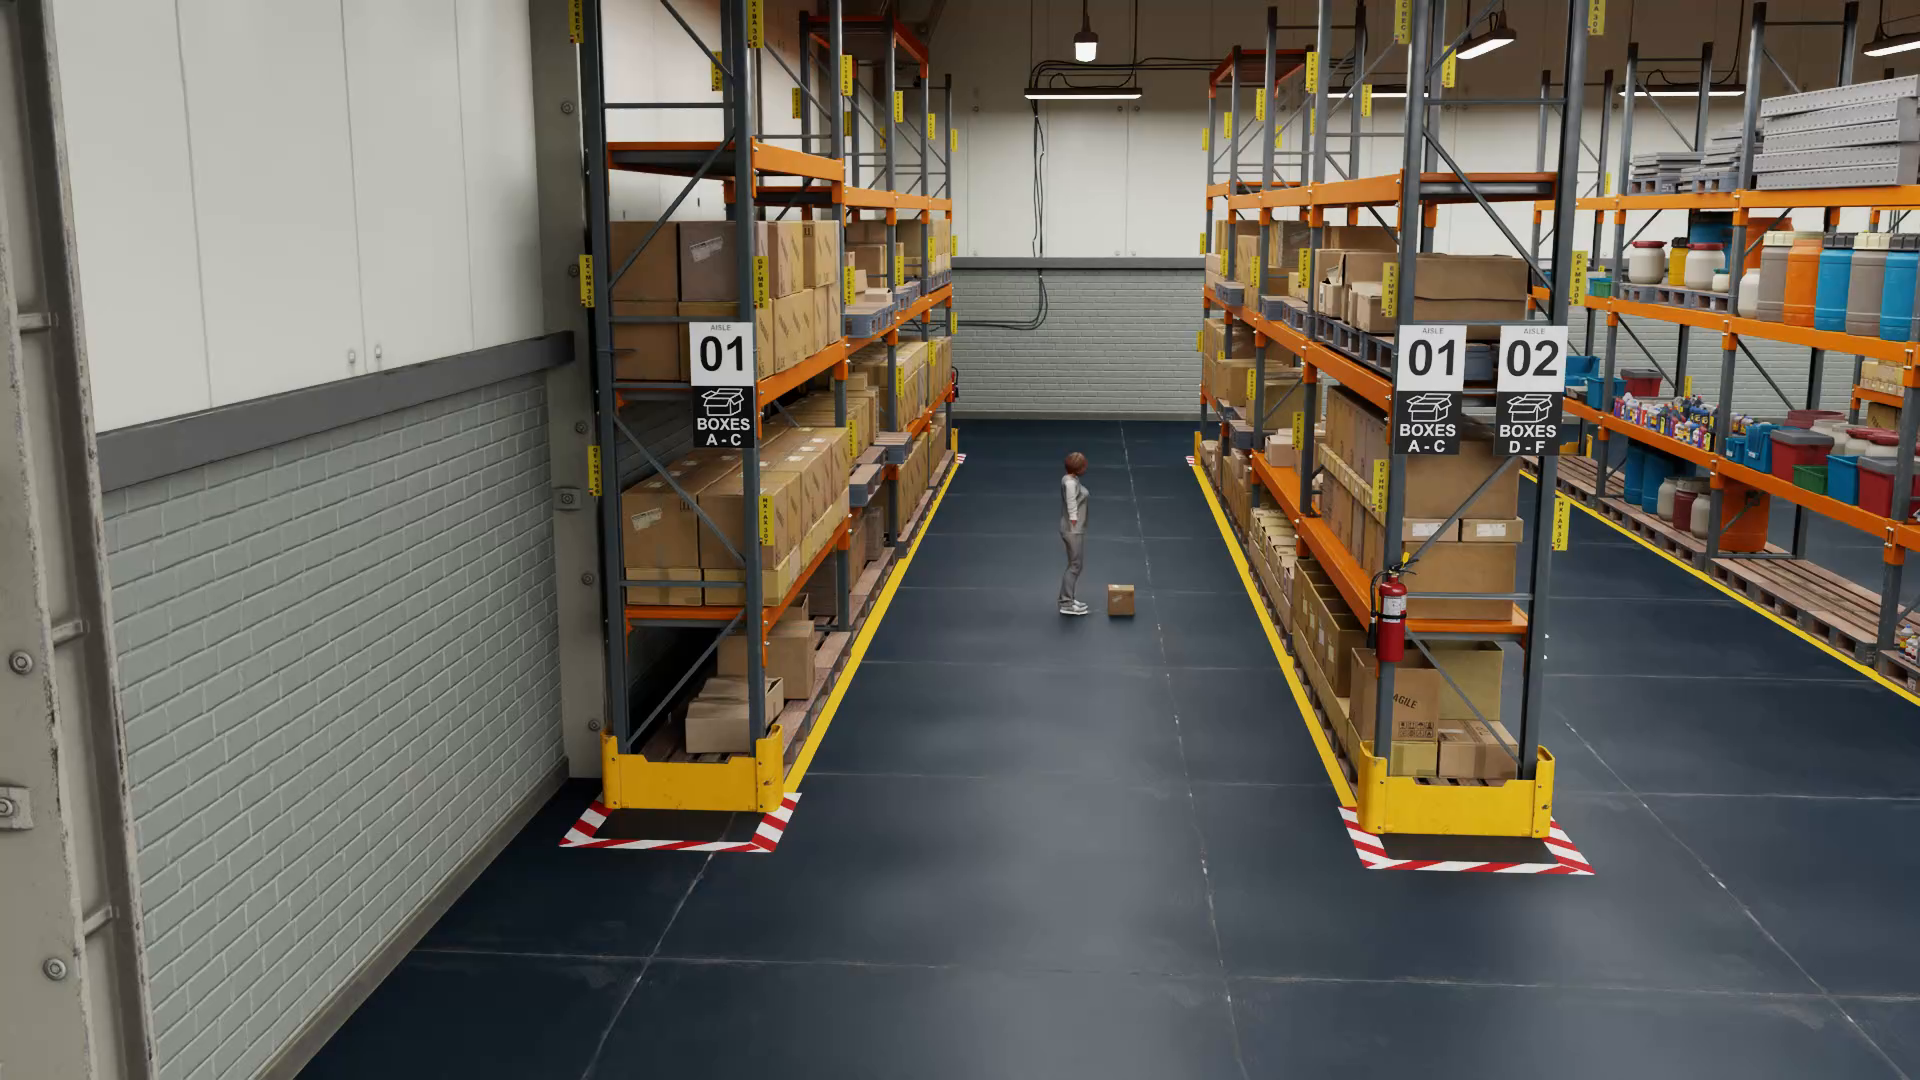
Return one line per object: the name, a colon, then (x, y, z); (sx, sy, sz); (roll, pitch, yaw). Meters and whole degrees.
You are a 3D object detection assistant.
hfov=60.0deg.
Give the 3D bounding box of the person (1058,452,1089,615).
person: (1.116, -0.070, 16.370); (0.299, 1.583, 0.407); (1, 11, 5)
